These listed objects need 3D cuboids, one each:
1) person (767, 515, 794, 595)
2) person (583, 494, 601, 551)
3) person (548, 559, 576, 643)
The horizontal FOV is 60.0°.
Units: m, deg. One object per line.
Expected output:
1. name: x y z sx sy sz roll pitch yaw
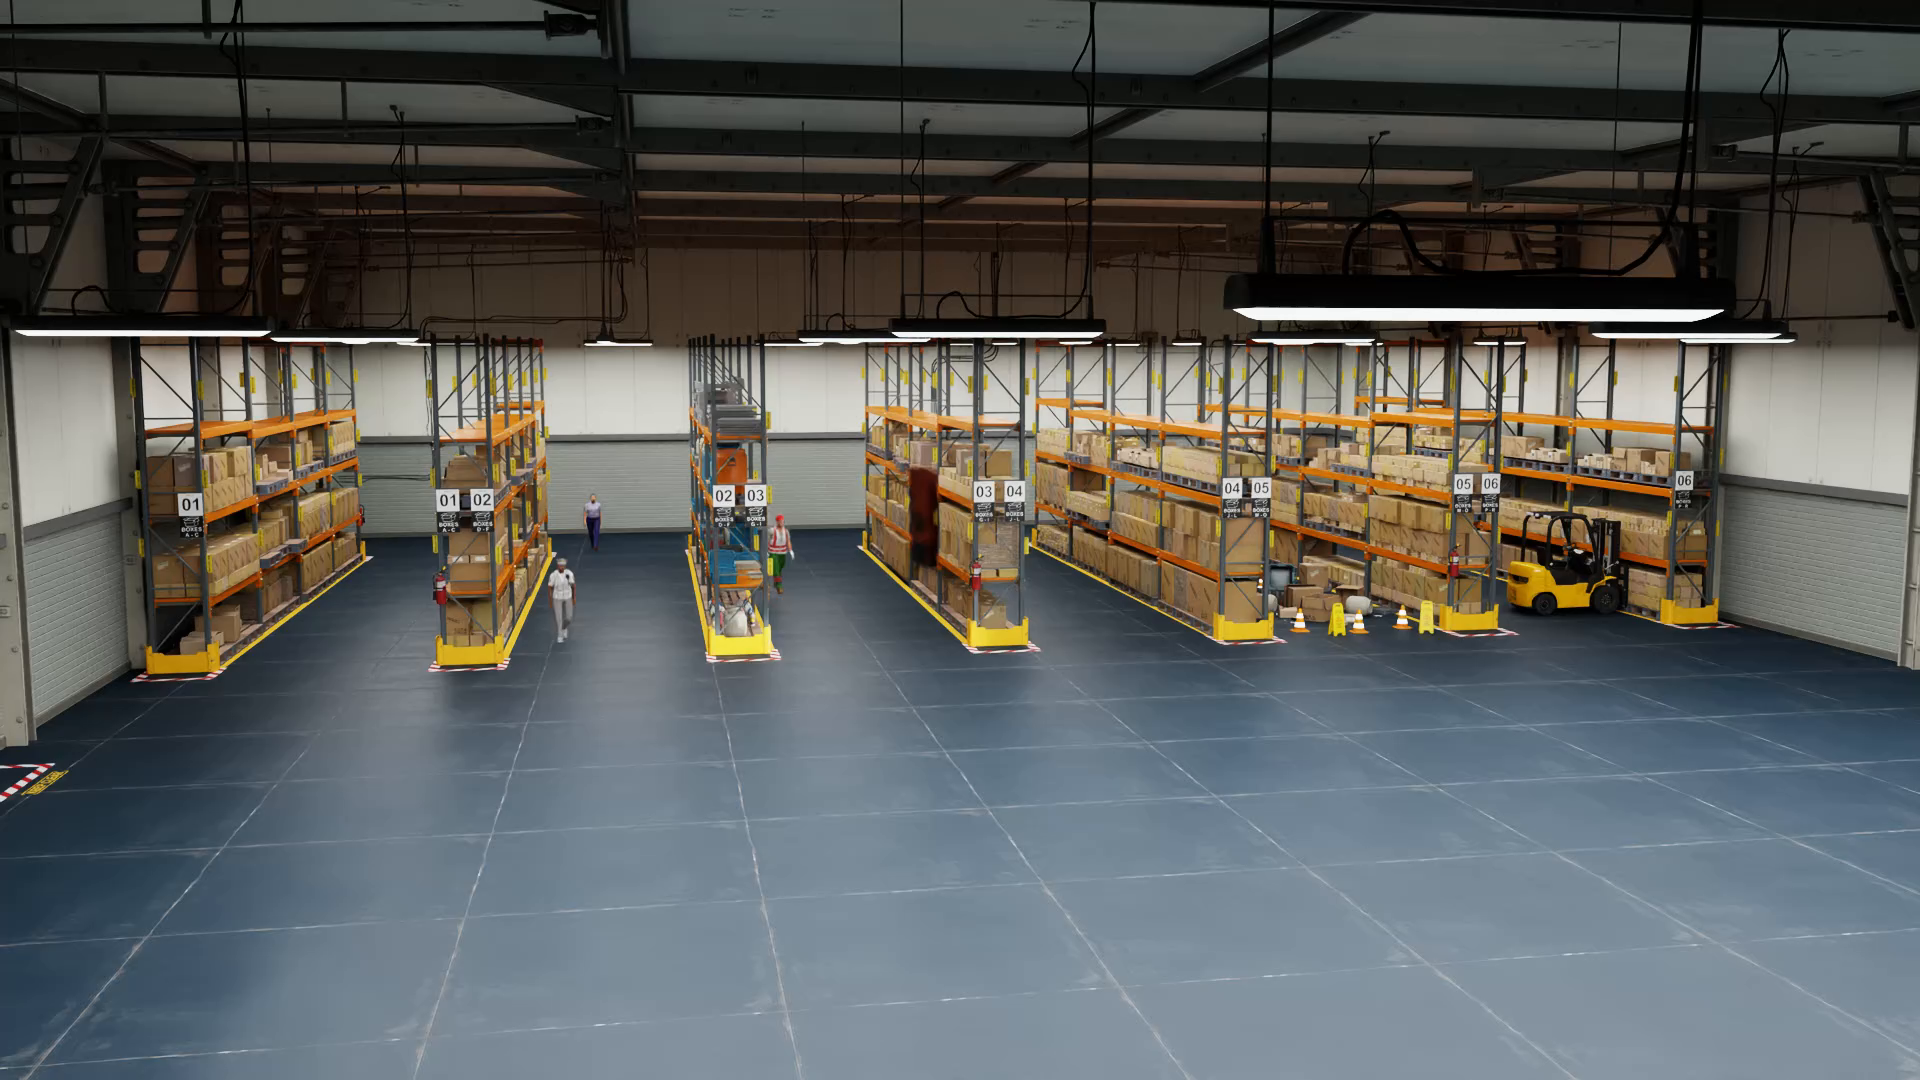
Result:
1. person: -4.033 0.296 37.061 0.617 1.727 1.032 -3 7 -26
2. person: -10.508 -0.524 47.486 0.472 1.596 1.007 -1 7 -6
3. person: -7.847 1.163 32.785 0.540 1.658 0.554 -2 7 -18
